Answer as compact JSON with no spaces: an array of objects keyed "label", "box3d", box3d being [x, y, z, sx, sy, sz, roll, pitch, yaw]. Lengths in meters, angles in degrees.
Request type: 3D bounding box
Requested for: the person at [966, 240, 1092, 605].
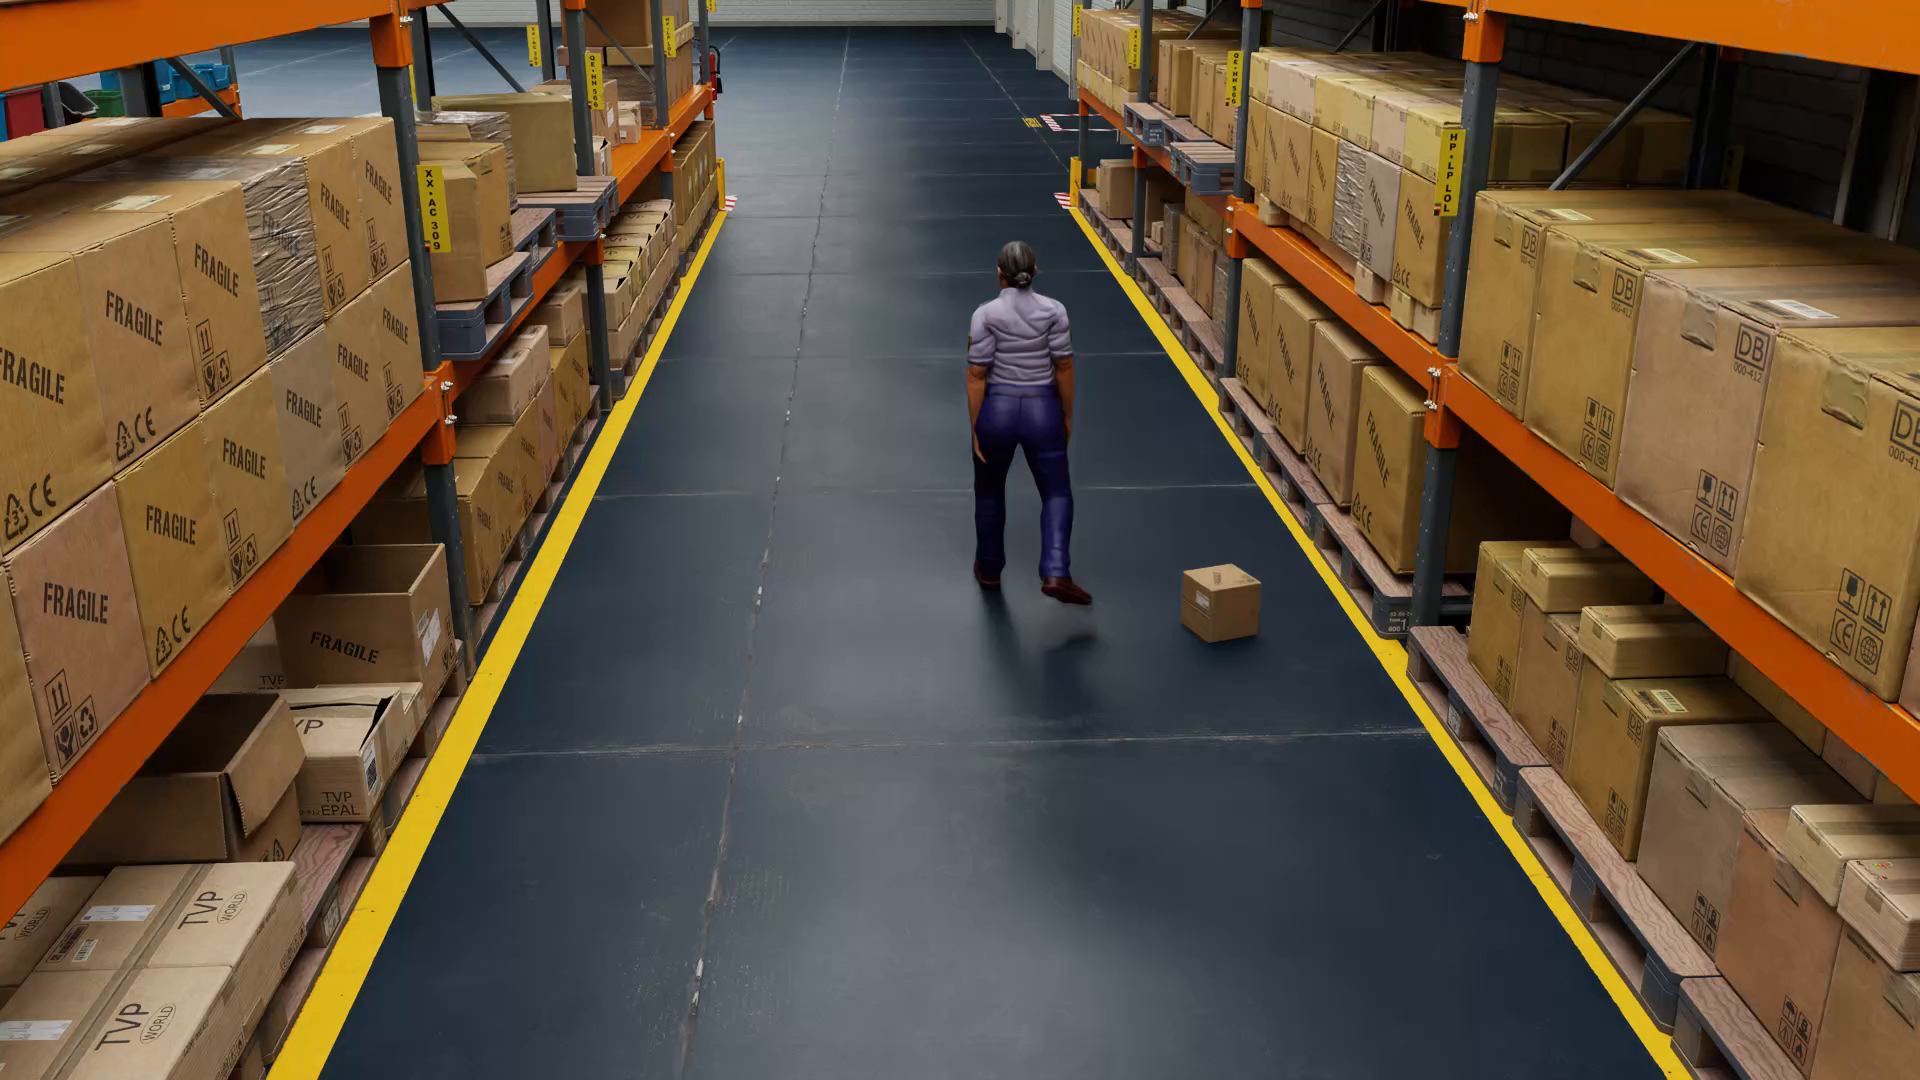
[{"label":"person","box3d":[0.304,-0.492,7.403,0.552,1.610,0.843,-1,21,-2]}]
